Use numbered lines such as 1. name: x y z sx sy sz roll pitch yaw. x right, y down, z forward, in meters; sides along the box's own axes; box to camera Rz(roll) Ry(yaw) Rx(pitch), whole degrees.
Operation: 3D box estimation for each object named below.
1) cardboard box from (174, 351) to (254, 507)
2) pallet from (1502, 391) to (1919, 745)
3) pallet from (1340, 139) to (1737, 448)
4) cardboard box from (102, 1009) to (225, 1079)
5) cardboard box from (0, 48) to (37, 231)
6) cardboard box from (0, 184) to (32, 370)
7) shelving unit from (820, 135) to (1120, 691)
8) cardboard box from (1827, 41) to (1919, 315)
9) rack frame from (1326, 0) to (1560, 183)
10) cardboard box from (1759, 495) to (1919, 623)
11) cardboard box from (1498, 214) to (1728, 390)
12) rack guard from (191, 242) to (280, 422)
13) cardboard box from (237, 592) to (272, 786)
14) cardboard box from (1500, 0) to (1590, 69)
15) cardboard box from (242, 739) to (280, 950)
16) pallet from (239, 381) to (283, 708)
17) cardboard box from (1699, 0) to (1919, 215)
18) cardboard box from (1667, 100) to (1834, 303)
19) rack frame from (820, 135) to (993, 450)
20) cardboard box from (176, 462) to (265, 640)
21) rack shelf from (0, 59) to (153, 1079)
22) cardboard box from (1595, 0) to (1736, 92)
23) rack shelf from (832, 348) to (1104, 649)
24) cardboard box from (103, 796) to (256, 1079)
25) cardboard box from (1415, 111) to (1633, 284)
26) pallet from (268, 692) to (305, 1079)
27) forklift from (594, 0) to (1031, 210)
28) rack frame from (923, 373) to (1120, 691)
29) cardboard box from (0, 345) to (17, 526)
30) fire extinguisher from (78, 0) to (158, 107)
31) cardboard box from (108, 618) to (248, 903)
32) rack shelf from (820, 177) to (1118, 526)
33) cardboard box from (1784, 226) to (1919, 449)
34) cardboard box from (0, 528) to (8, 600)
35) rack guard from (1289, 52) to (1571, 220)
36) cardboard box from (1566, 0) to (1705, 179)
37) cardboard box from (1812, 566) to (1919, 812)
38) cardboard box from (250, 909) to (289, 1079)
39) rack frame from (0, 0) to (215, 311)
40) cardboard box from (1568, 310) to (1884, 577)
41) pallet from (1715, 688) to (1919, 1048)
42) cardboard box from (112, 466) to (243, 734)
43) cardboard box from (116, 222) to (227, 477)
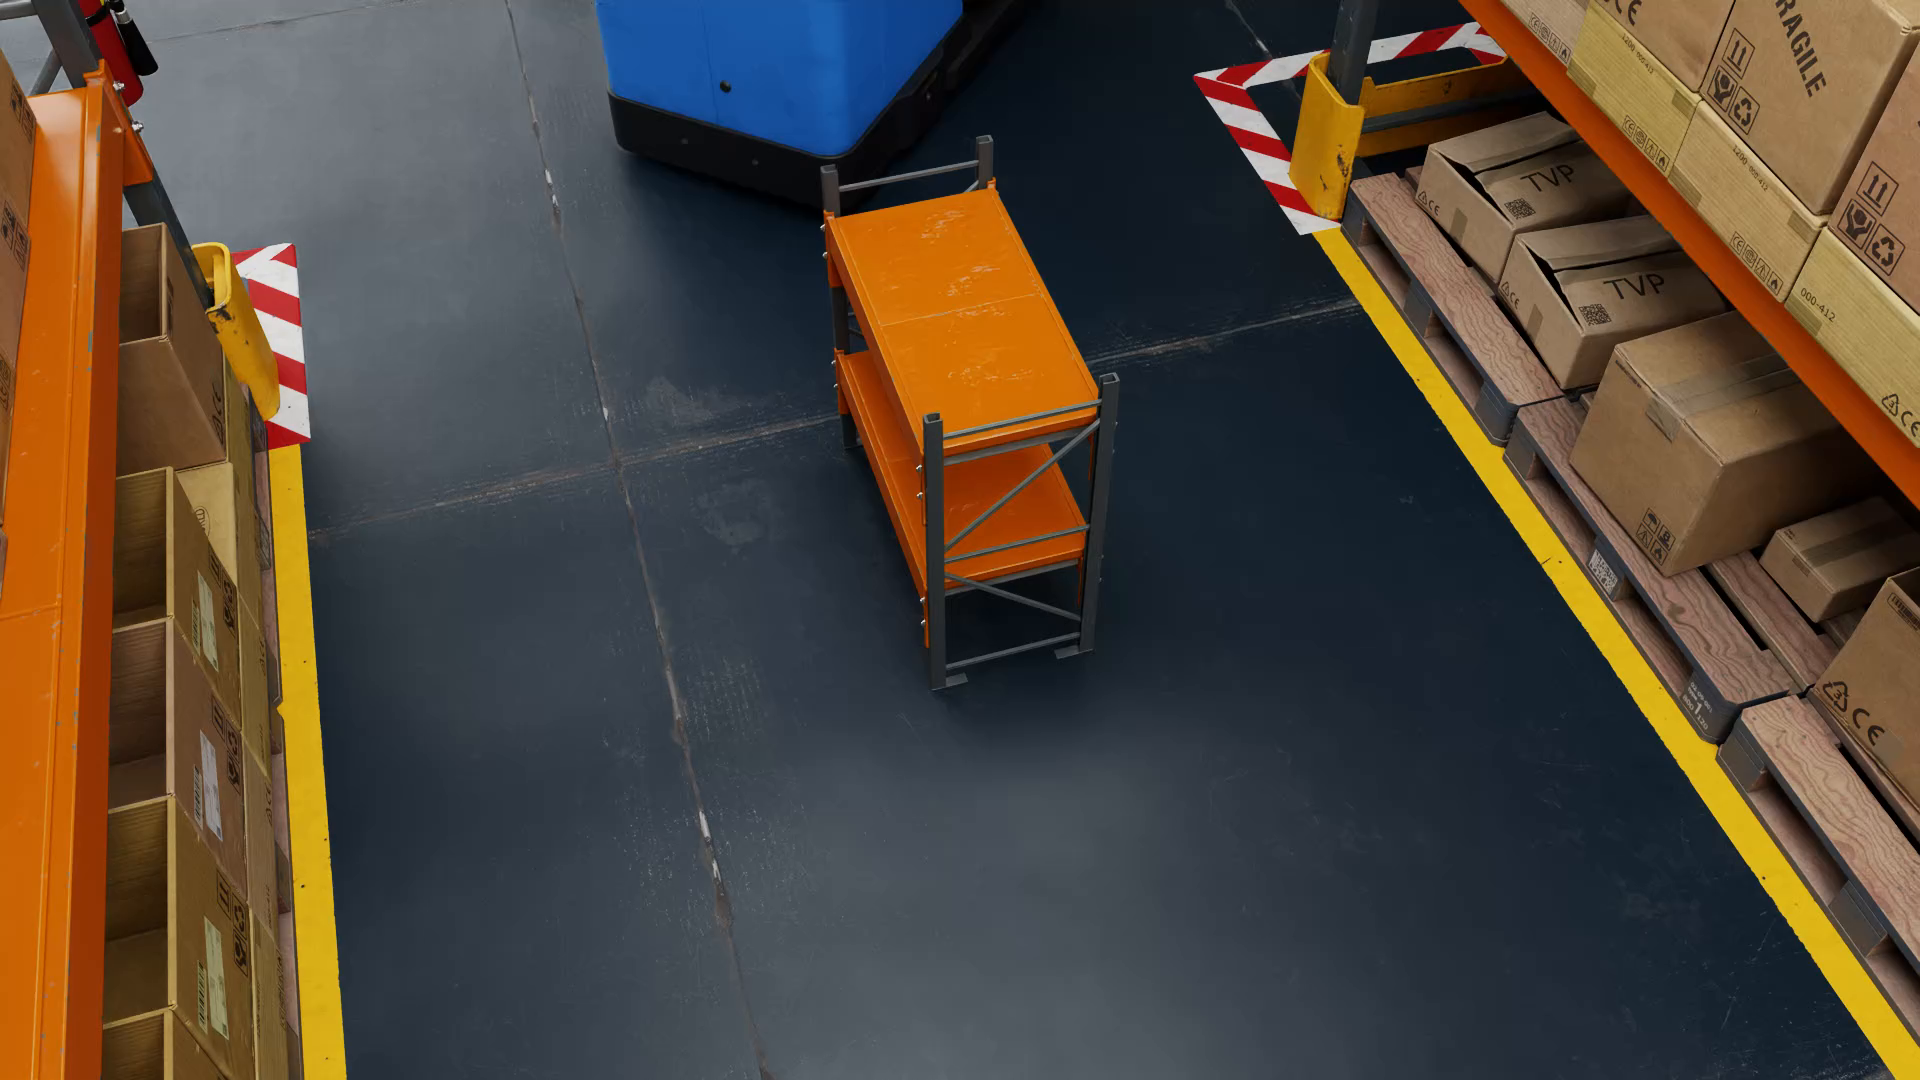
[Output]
1. cardboard box: -2.447 -0.275 5.044 0.500 0.250 0.500 -13 51 -11
2. pallet: 2.429 -0.029 5.136 1.003 0.211 1.213 -13 51 -11
3. pallet: 2.072 -0.918 5.886 1.003 0.211 1.213 -13 51 -11
4. cardboard box: -1.698 1.307 3.220 0.500 0.500 0.500 -13 51 -11
5. cardboard box: -2.762 -1.039 4.099 0.700 0.500 0.500 -13 51 -11
6. cardboard box: -2.602 -0.657 3.777 0.700 0.500 0.500 -12 51 -10
7. shelving unit: 0.002 -0.358 4.816 0.538 1.125 1.048 -13 51 -11
8. cardboard box: 2.299 -0.761 3.524 0.500 0.500 0.500 -15 51 -12
9. rack frame: 1.843 -2.474 5.374 1.000 3.000 0.127 -13 51 -11
10. cardboard box: 2.572 0.052 4.821 0.380 0.149 0.250 -17 52 -14
11. cardboard box: 2.131 -0.807 5.439 0.500 0.311 0.500 -10 51 -8
12. rack guard: -2.895 -0.563 5.398 1.175 0.500 0.348 -13 51 -11
13. cardboard box: -2.138 0.452 4.431 0.500 0.250 0.500 -13 51 -11
14. cardboard box: 1.852 -1.628 4.745 0.500 0.250 0.500 -15 51 -12
15. cardboard box: -1.992 0.818 4.123 0.500 0.250 0.500 -13 51 -11
16. pallet: -2.621 0.097 5.030 1.003 0.211 1.213 -13 51 -11
17. cardboard box: 2.145 -1.141 3.844 0.500 0.500 0.500 -12 51 -10
18. cardboard box: 2.144 -0.885 4.119 0.500 0.250 0.500 -13 51 -11
19. rack frame: -0.148 -0.729 5.129 0.500 1.125 0.032 -13 51 -11
20. cardboard box: -2.287 0.087 4.738 0.500 0.250 0.500 -13 51 -11
21. rack shelf: -2.296 0.342 3.471 1.077 0.370 4.000 -13 51 -11
22. cardboard box: 1.981 -1.515 4.160 0.500 0.500 0.500 -15 51 -12
23. rack shelf: 0.002 -0.200 5.003 0.538 0.278 1.000 -13 51 -11
24. cardboard box: -1.839 0.940 3.529 0.500 0.500 0.500 -13 51 -11
25. cardboard box: 1.962 -1.223 5.790 0.500 0.311 0.500 -19 52 -15
26. pallet: -2.264 0.986 4.280 1.003 0.211 1.213 -13 51 -11
27. forklift: -0.261 -3.313 6.126 1.130 2.935 3.031 20 53 16
28. rack frame: 0.152 0.014 4.503 0.500 1.125 0.032 -13 51 -11
29. cardboard box: -2.461 -0.293 3.470 0.700 0.500 0.500 -13 51 -11
30. fire extinguisher: -2.479 -1.517 4.618 0.296 0.674 0.183 -13 51 -11
31. cardboard box: -1.988 0.575 3.837 0.500 0.500 0.500 -13 51 -11
32. rack shelf: 0.002 -0.546 4.592 0.538 0.278 1.000 -13 51 -11
33. cardboard box: 2.294 -0.517 3.809 0.500 0.250 0.500 -14 51 -11
34. cardboard box: -2.301 0.091 3.146 0.700 0.500 0.500 -12 51 -10
35. rack guard: 1.866 -1.613 6.283 1.175 0.500 0.348 -13 51 -11
36. cardboard box: 1.997 -1.254 4.431 0.500 0.250 0.500 -14 51 -12
37. cardboard box: 2.681 0.363 4.330 0.500 0.500 0.500 -17 52 -14
38. cardboard box: -1.838 1.181 3.816 0.500 0.250 0.500 -13 51 -11
39. rack frame: -2.888 -1.351 4.427 1.000 3.000 0.127 -13 51 -11
40. cardboard box: 2.300 -0.321 4.906 0.700 0.500 0.500 -16 52 -13
41. pallet: 2.794 0.864 4.384 1.003 0.211 1.213 -13 51 -11
42. cardboard box: -2.135 0.210 4.145 0.500 0.500 0.500 -13 51 -11
43. cardboard box: -2.445 -0.517 4.758 0.500 0.500 0.500 -13 51 -11
